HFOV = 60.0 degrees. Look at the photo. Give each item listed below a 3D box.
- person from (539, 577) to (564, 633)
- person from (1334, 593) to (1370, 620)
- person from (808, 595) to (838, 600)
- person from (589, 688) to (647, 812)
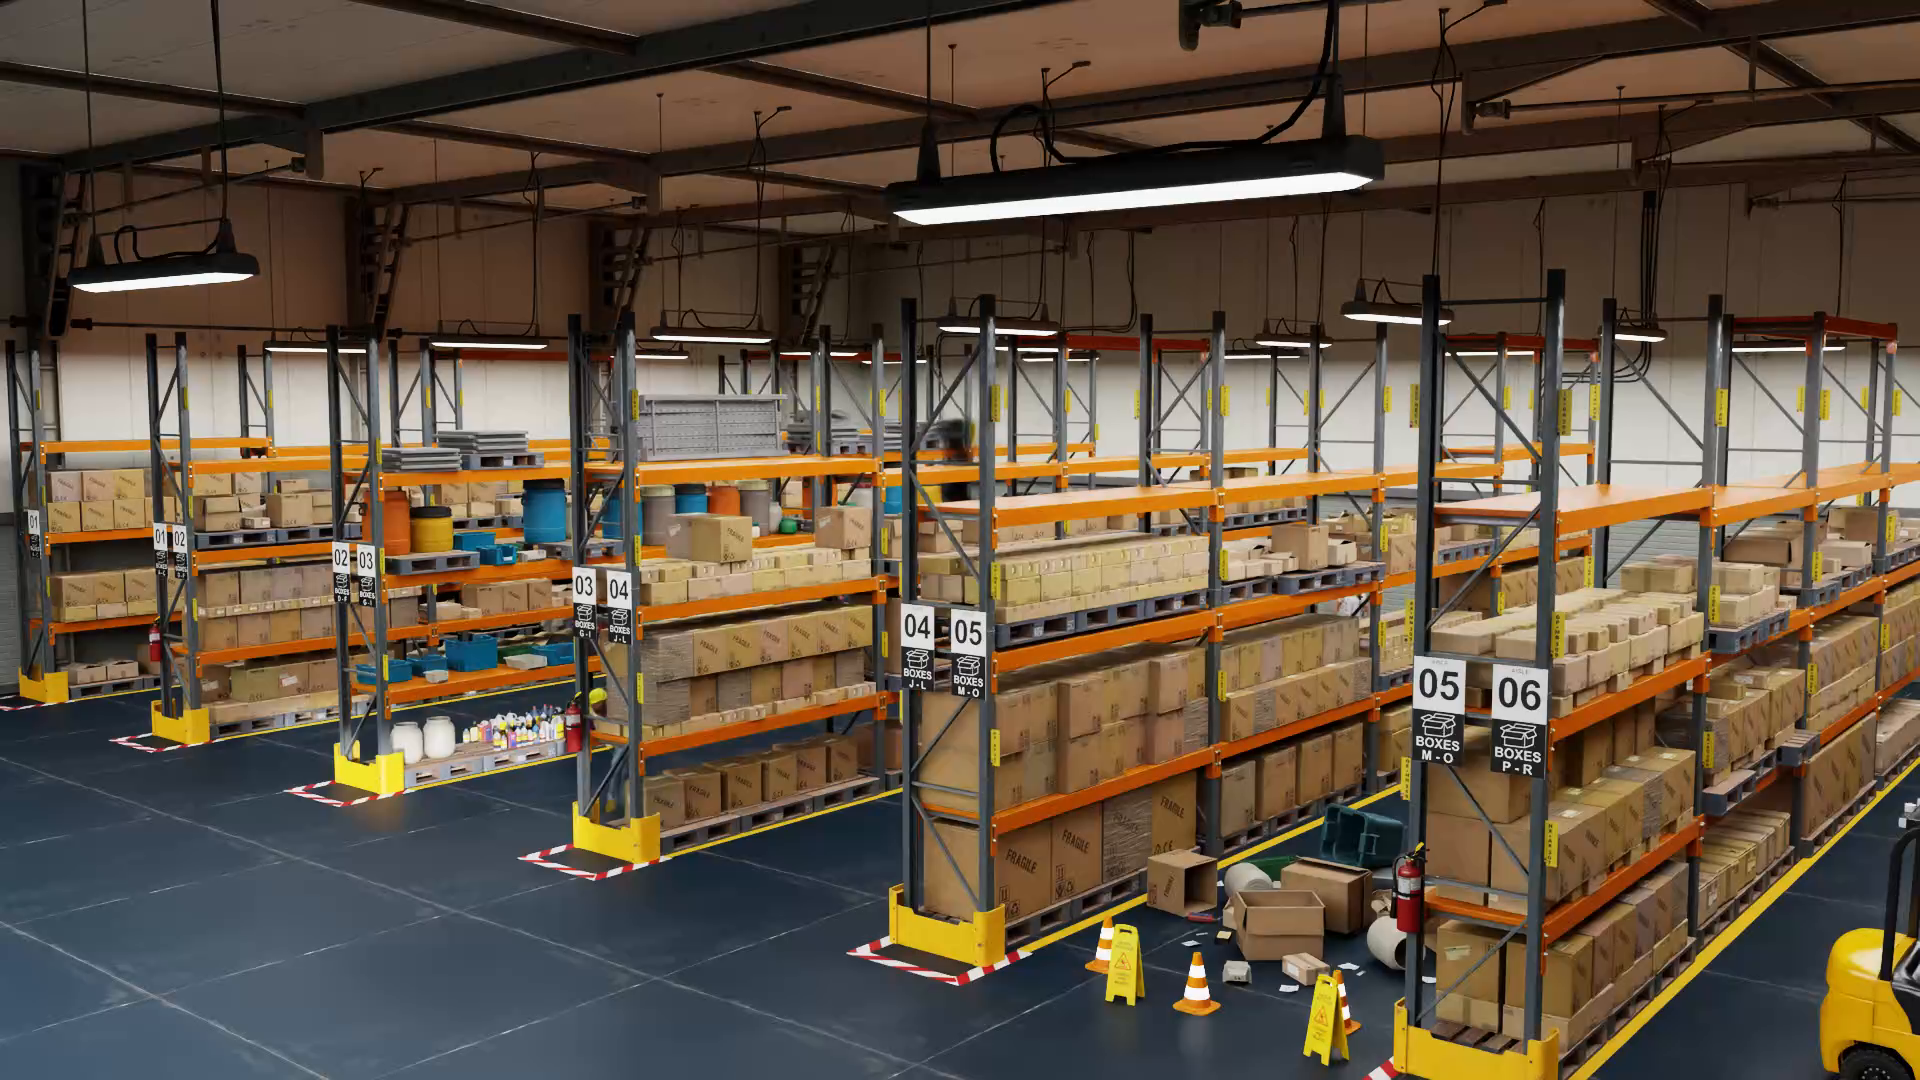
[{"bbox_3d":[-7.964,1.473,32.346,0.738,1.590,0.888,2,6,21],"label":"person"},{"bbox_3d":[7.471,1.469,31.657,0.731,1.696,0.806,1,5,7],"label":"person"},{"bbox_3d":[-2.690,1.436,32.588,0.585,1.615,0.916,2,5,19],"label":"person"},{"bbox_3d":[-4.205,2.522,20.525,0.676,1.527,1.142,2,6,25],"label":"person"}]
